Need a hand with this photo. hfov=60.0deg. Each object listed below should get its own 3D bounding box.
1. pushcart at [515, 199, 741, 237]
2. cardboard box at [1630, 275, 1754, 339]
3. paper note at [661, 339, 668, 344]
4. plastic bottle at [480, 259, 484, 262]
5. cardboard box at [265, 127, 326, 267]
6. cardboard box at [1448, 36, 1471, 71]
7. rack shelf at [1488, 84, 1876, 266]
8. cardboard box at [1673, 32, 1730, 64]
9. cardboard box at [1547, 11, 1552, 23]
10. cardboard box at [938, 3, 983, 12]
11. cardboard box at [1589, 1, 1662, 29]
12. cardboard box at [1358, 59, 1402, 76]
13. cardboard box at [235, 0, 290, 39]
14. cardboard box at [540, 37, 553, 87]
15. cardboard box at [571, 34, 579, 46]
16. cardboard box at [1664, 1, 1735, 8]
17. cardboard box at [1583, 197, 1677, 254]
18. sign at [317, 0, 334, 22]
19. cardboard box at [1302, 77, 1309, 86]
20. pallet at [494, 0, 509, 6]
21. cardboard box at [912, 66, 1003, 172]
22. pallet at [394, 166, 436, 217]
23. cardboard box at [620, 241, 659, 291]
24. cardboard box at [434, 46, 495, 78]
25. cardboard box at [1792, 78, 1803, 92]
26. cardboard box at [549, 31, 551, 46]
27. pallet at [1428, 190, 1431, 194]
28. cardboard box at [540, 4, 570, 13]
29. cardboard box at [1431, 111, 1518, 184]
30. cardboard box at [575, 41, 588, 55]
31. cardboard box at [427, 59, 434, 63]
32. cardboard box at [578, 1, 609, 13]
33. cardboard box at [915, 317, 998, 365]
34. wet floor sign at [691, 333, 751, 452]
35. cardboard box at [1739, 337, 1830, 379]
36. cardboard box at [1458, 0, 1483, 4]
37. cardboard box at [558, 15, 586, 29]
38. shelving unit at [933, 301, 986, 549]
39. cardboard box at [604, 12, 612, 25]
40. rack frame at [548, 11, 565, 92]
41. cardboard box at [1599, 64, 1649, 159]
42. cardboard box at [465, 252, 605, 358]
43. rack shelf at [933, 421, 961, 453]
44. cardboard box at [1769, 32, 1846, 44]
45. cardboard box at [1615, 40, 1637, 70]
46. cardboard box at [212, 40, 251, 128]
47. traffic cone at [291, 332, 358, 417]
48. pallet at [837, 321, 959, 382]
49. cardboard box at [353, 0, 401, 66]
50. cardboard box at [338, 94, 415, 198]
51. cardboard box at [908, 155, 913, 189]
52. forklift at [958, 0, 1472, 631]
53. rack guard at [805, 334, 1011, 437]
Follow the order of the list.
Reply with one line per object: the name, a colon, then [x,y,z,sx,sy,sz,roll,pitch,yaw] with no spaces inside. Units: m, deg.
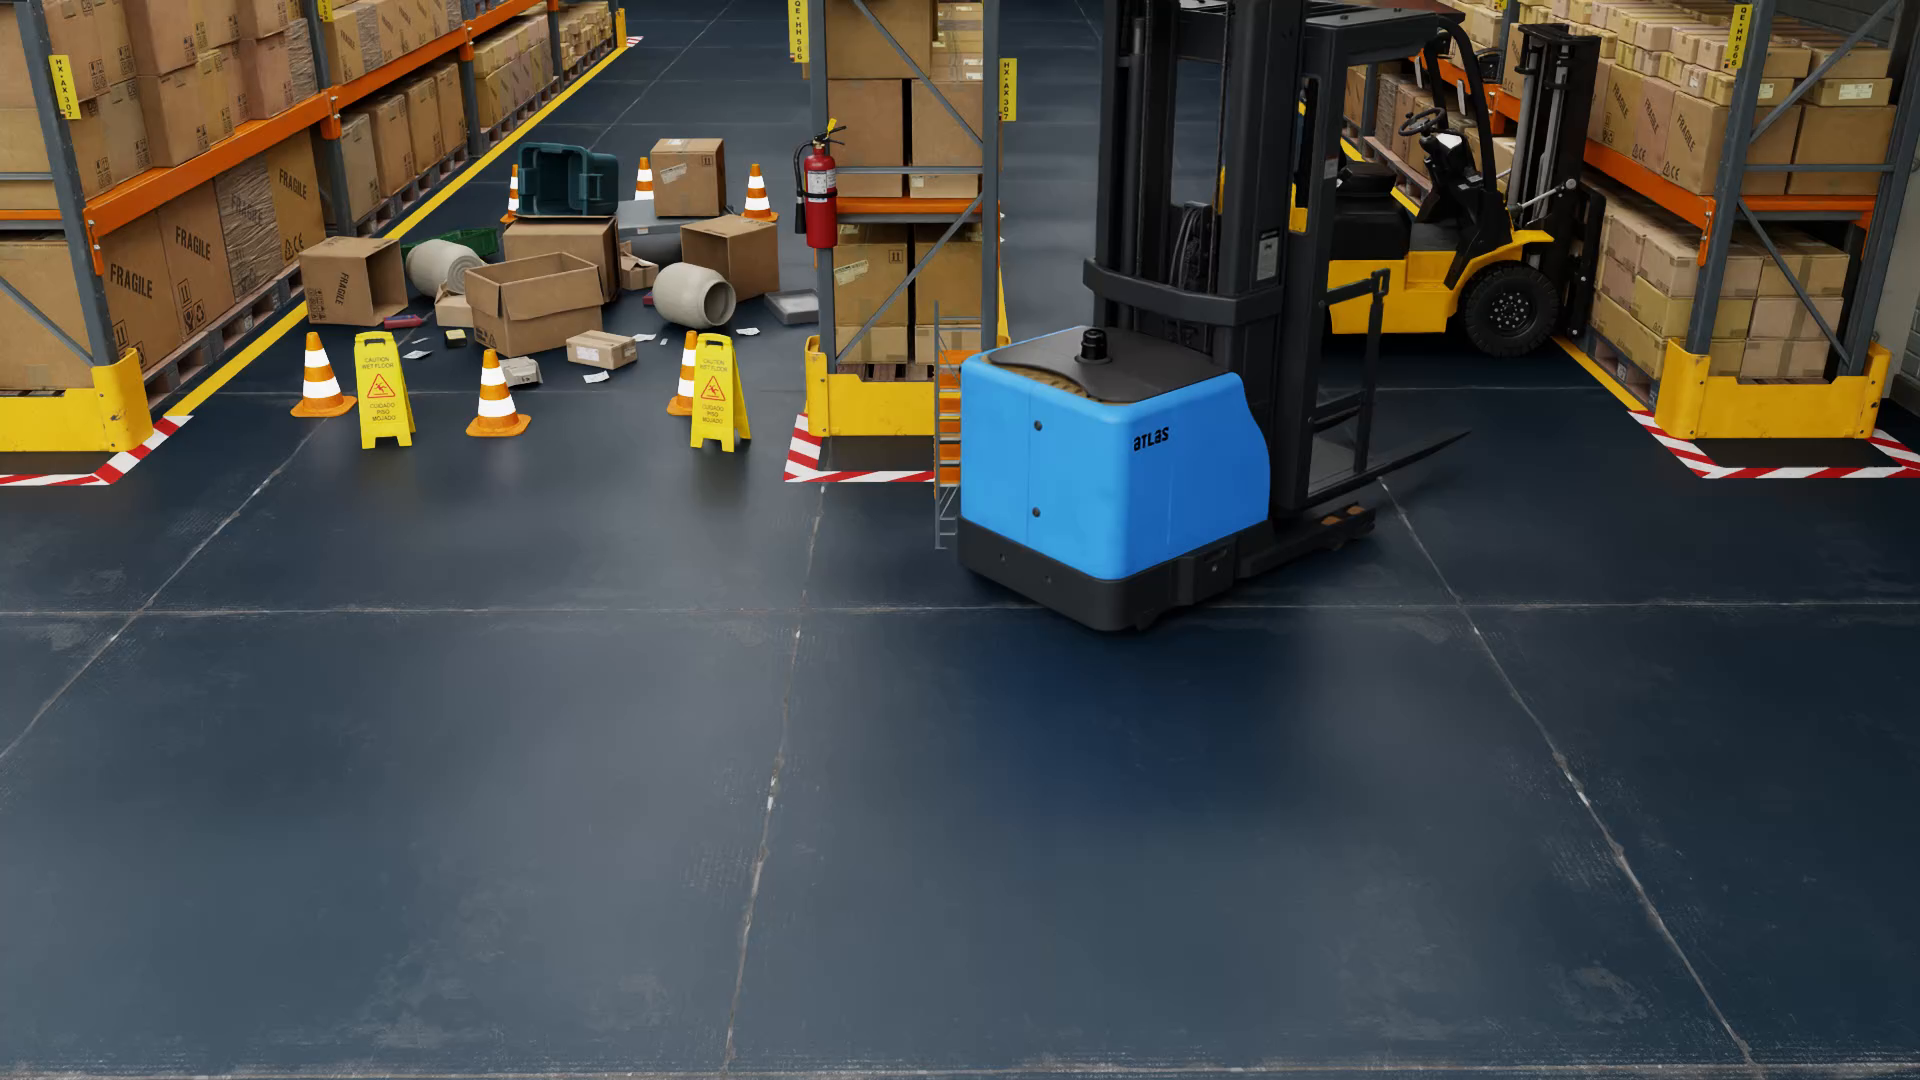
pushcart: [-2.616,-2.427,13.158,1.648,0.377,0.936,-9,26,-19]
cardboard box: [4.353,-1.393,9.911,0.500,0.250,0.500,-1,24,-1]
paper note: [-1.991,-1.335,11.189,0.032,0.001,0.123,0,24,-1]
plastic bottle: [-3.773,-2.142,12.913,0.133,0.061,0.283,-14,28,-28]
cardboard box: [-5.348,-2.552,12.322,0.875,0.875,0.875,0,24,0]
cardboard box: [4.349,-4.021,13.684,0.500,0.250,0.500,0,24,-1]
rack shelf: [4.649,-2.524,11.064,1.077,0.370,4.000,0,24,-1]
cardboard box: [4.392,-2.860,9.665,0.380,0.149,0.250,0,24,1]
cardboard box: [4.403,-3.671,11.818,0.380,0.149,0.250,0,24,-1]
cardboard box: [-0.083,-3.651,12.201,0.500,0.500,0.500,-1,24,-2]
cardboard box: [4.427,-3.490,11.056,0.380,0.149,0.250,0,24,-1]
cardboard box: [4.325,-4.875,17.125,0.380,0.149,0.250,-1,24,-3]
cardboard box: [-5.193,-3.770,11.454,0.875,0.550,0.550,0,24,-1]
cardboard box: [-5.112,-5.633,19.590,0.500,0.500,0.500,-1,24,-2]
cardboard box: [-5.167,-6.492,21.554,0.380,0.149,0.250,1,24,2]
cardboard box: [4.914,-3.495,11.068,0.380,0.149,0.250,-1,24,-1]
cardboard box: [4.327,-2.029,10.709,0.500,0.250,0.500,0,24,0]
sign: [-4.730,-4.022,12.356,0.100,0.325,0.005,0,24,-1]
cardboard box: [4.336,-5.605,19.527,0.500,0.500,0.500,-1,24,-1]
pallet: [-5.391,-5.965,18.031,1.003,0.211,1.213,0,24,-1]
cardboard box: [-0.021,-2.382,9.393,0.500,0.500,0.500,-1,24,-1]
pallet: [-5.385,-3.139,14.935,1.003,0.211,1.213,0,24,-1]
cardboard box: [-2.474,-2.061,12.485,0.258,0.266,0.396,-19,31,-36]
cardboard box: [-5.094,-4.916,17.093,0.500,0.250,0.500,-1,24,-3]
cardboard box: [4.860,-2.611,9.475,0.380,0.149,0.250,0,24,-1]
cardboard box: [-5.169,-6.191,20.527,0.380,0.149,0.250,1,24,2]
pallet: [4.580,-2.709,13.984,1.003,0.211,1.213,0,24,-1]
cardboard box: [-5.627,-7.366,23.125,0.380,0.149,0.250,0,24,0]
cardboard box: [4.609,-3.320,14.323,0.875,0.625,0.625,0,24,-1]
cardboard box: [-5.110,-6.463,21.850,0.380,0.149,0.250,-1,24,-2]
cardboard box: [-5.598,-4.911,17.083,0.500,0.250,0.500,-1,24,-2]
cardboard box: [-5.157,-7.480,23.376,0.380,0.149,0.250,0,24,0]
cardboard box: [-0.025,-1.276,10.259,0.500,0.250,0.500,0,24,-1]
wet floor sign: [-1.361,-0.848,9.342,0.267,0.644,0.232,8,26,18]
cardboard box: [4.861,-1.170,10.023,0.500,0.250,0.500,0,24,0]
cardboard box: [4.295,-4.472,13.590,0.380,0.149,0.250,-1,24,-2]
cardboard box: [-5.160,-6.835,21.951,0.380,0.149,0.250,0,24,0]
shelving unit: [0.000,-0.541,7.990,0.258,1.200,0.189,0,24,-1]
cardboard box: [-5.125,-7.345,23.439,0.380,0.149,0.250,-1,24,-2]
rack frame: [-5.372,-6.885,19.833,1.000,3.000,0.127,0,24,-1]
cardboard box: [4.400,-2.700,10.459,0.500,0.500,0.500,-1,24,-2]
cardboard box: [-2.843,-1.579,11.131,0.797,0.503,0.637,-19,31,-36]
rack shelf: [0.000,-0.500,8.008,0.258,0.103,0.180,0,24,-1]
cardboard box: [4.894,-2.861,9.665,0.380,0.149,0.250,0,24,0]
cardboard box: [4.348,-3.039,10.421,0.380,0.149,0.250,0,24,0]
cardboard box: [-5.352,-3.055,11.183,0.875,0.550,0.550,0,24,-1]
traffic cone: [-3.827,-1.009,9.920,0.336,0.463,0.334,0,24,-1]
pallet: [-0.267,-1.100,10.425,1.003,0.211,1.213,0,24,-1]
cardboard box: [-5.031,-4.266,13.921,0.500,0.500,0.500,0,24,-1]
cardboard box: [-5.388,-3.408,14.365,1.050,0.750,0.750,0,24,-1]
cardboard box: [-0.107,-2.134,9.634,0.380,0.149,0.250,0,24,0]
forklift: [1.429,-1.429,7.853,3.031,2.935,1.130,-20,31,-37]
rack guard: [-0.294,-0.896,9.625,1.175,0.500,0.348,0,24,-1]
